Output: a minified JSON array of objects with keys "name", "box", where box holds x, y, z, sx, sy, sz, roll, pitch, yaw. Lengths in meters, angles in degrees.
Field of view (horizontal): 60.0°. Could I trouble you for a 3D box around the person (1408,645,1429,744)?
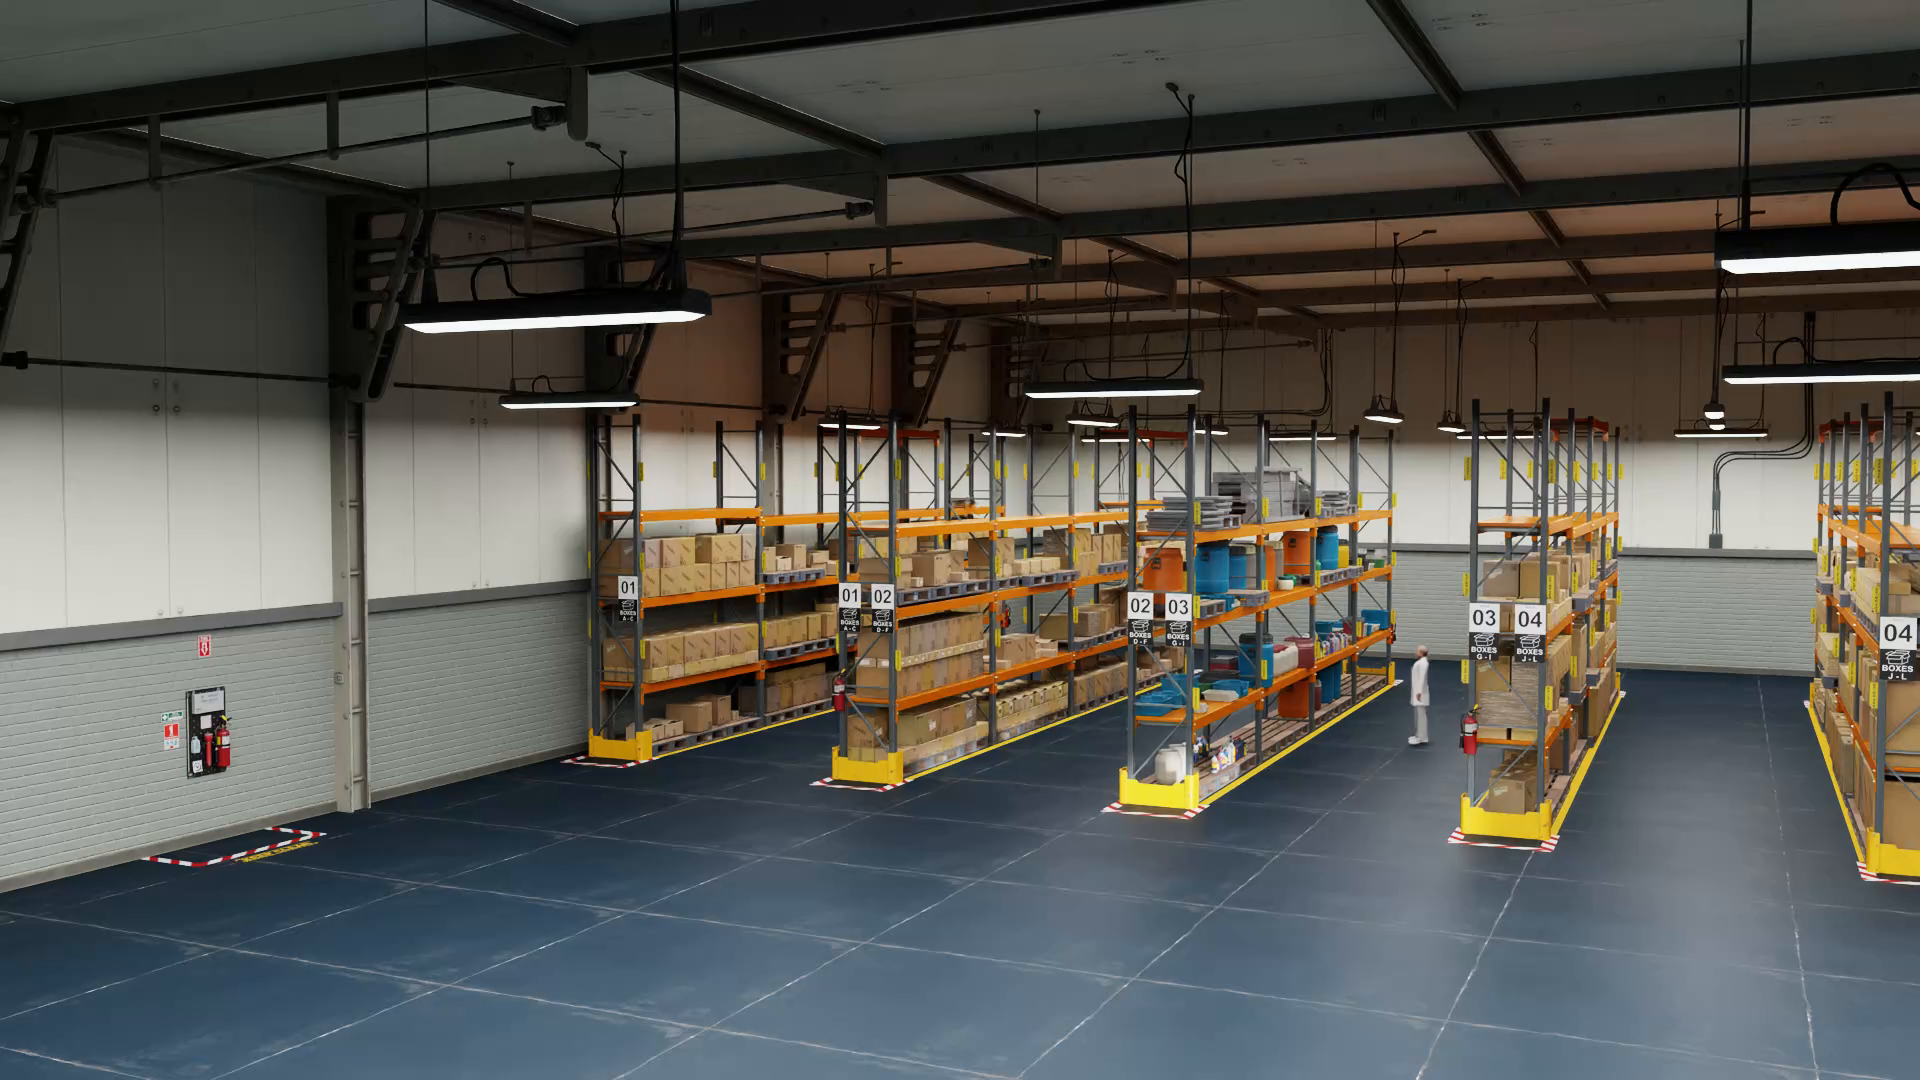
[{"name":"person","box":[8.488,2.845,30.814,0.453,1.788,0.588,0,2,3]}]
